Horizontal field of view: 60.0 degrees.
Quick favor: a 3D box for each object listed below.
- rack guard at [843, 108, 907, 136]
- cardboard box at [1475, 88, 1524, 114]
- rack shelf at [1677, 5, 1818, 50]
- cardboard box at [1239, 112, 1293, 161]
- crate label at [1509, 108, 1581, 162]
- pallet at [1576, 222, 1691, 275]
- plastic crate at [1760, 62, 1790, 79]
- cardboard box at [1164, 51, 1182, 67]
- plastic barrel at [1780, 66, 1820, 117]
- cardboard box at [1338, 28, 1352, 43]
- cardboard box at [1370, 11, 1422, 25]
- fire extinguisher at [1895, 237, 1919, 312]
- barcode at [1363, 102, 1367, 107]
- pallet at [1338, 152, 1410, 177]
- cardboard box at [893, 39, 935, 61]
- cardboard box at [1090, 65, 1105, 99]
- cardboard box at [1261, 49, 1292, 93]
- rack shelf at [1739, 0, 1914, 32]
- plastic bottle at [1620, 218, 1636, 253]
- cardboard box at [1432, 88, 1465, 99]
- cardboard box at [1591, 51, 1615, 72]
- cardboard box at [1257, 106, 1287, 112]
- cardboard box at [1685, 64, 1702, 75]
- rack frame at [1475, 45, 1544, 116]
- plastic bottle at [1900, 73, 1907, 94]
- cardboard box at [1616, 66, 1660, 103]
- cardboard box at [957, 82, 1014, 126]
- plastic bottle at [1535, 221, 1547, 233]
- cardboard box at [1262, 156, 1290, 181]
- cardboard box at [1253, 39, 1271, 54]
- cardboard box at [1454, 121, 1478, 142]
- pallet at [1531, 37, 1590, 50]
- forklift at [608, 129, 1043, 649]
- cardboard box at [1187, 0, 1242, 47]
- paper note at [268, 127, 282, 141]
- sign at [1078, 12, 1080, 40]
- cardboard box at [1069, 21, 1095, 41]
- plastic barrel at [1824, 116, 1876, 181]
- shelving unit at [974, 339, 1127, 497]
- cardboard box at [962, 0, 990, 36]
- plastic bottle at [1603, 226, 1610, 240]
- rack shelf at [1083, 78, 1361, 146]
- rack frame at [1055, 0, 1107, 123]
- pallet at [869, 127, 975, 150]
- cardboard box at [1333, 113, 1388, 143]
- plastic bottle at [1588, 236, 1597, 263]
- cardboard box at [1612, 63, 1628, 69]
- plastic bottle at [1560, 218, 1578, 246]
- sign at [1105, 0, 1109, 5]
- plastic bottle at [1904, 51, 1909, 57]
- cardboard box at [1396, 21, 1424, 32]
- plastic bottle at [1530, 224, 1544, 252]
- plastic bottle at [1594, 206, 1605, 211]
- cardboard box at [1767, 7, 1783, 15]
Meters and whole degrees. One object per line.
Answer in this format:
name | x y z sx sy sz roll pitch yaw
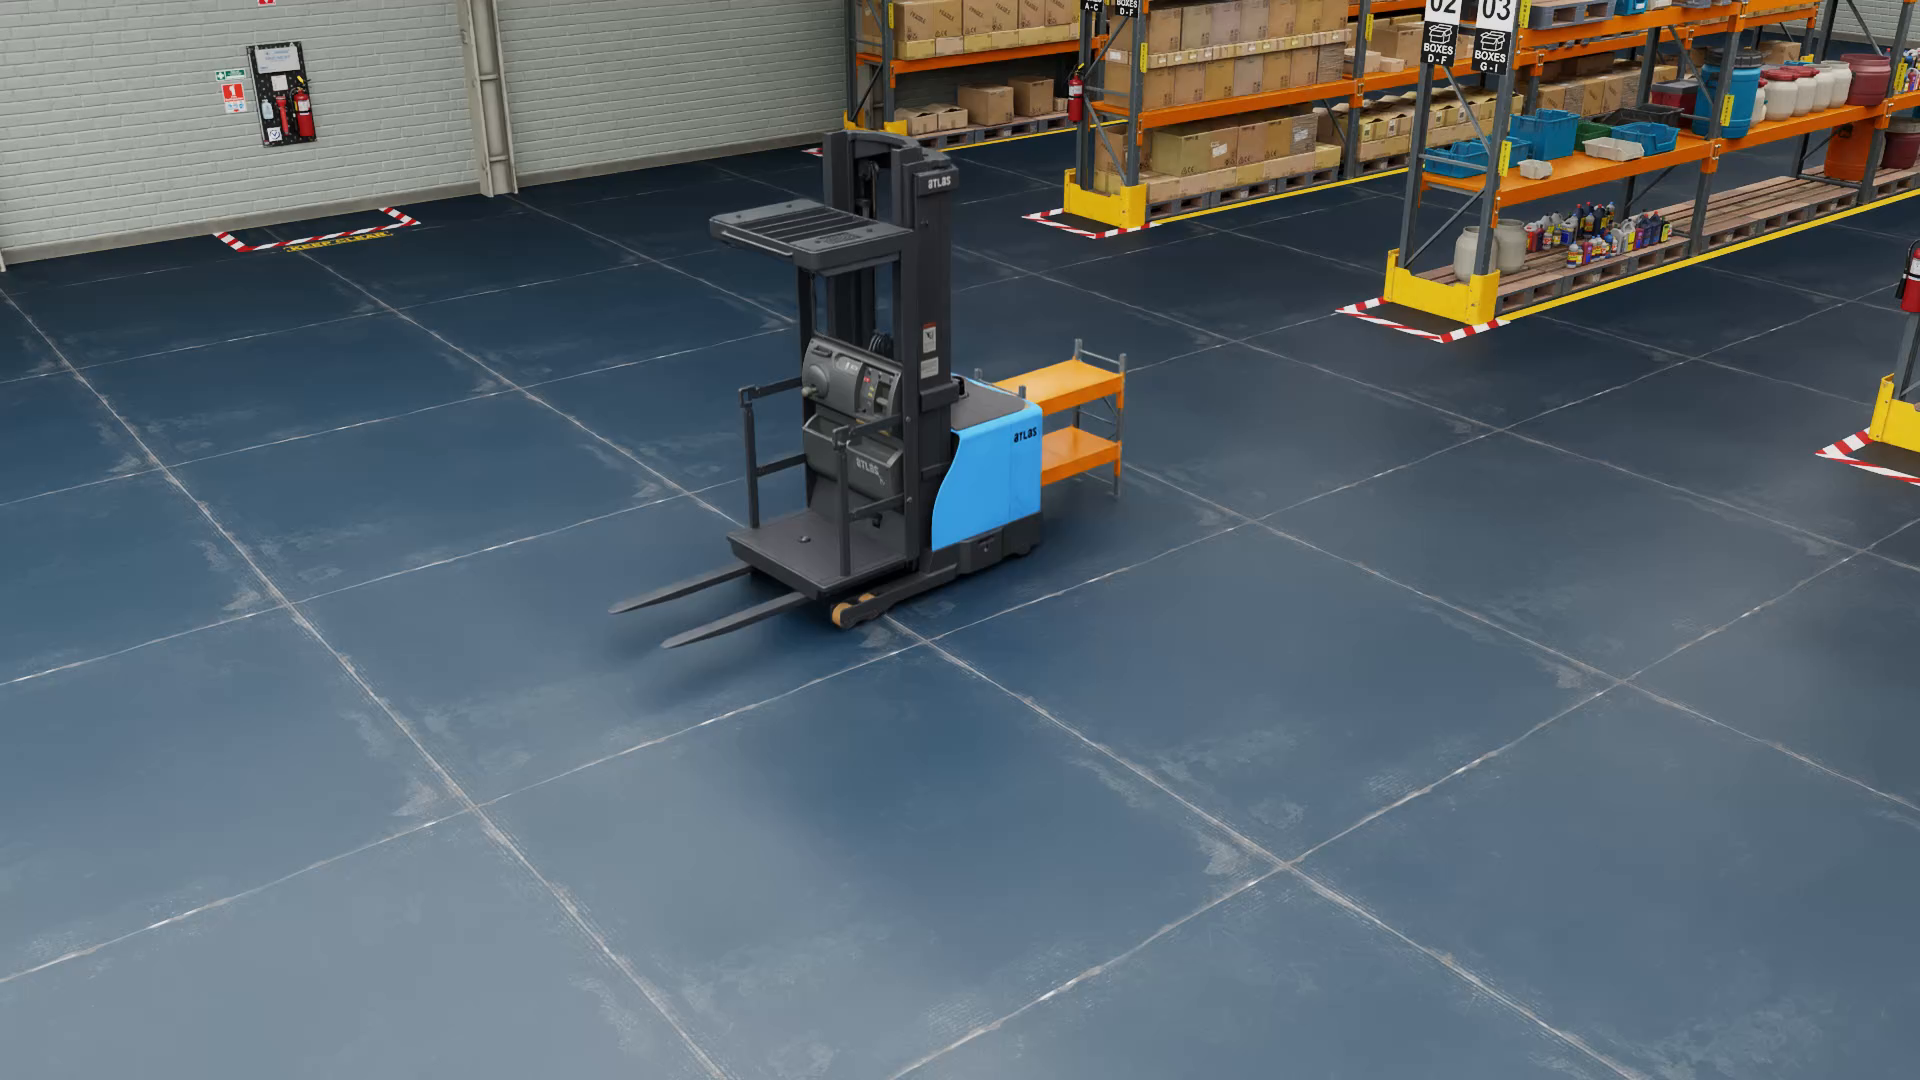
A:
rack guard | -1.220 -5.845 23.878 0.348 0.500 1.175 -18 31 -34
cardboard box | 7.815 -6.377 24.157 0.500 0.311 0.500 -17 30 -33
rack shelf | 12.796 -8.630 27.763 4.000 0.370 1.077 -18 31 -34
cardboard box | 3.905 -5.192 21.377 0.500 0.500 0.500 -18 31 -34
crate label | 6.115 -4.261 17.454 0.616 0.435 0.502 -18 31 -34
pallet | 7.427 -3.291 18.718 1.213 0.211 1.003 -18 31 -34
plastic crate | 9.668 -5.466 20.016 0.583 0.464 0.402 -18 31 -34
cardboard box | 2.427 -5.759 19.834 0.250 0.149 0.380 -19 31 -35
plastic barrel | 9.787 -5.257 19.480 0.433 0.535 0.433 0 25 0
cardboard box | 4.845 -6.556 21.552 0.250 0.149 0.380 -18 31 -34
cardboard box | 7.732 -9.080 29.933 0.750 0.750 0.750 -18 30 -33
fire extinguisher | 7.515 -2.124 12.984 0.183 0.674 0.296 -18 31 -34
barcode | 5.385 -5.788 22.092 0.075 0.075 0.001 -18 31 -34
pallet | 5.483 -5.298 23.042 1.213 0.211 1.003 -18 31 -34
cardboard box | -0.700 -6.922 23.383 0.500 0.250 0.500 -19 31 -35
cardboard box | 2.437 -7.261 26.406 0.500 0.500 0.700 -17 30 -32
cardboard box | 3.774 -6.018 21.163 0.500 0.500 0.700 -18 30 -33
rack shelf | 9.555 -6.270 19.116 4.000 0.370 1.077 -18 31 -34
plastic bottle | 7.247 -3.318 18.087 0.185 0.351 0.144 -18 31 -34
cardboard box | 7.073 -6.417 24.242 0.500 0.311 0.500 -19 31 -35
cardboard box | 9.905 -7.538 26.111 0.500 0.250 0.500 -18 30 -34
cardboard box | 3.981 -5.493 22.025 0.500 0.500 0.500 -18 31 -34
cardboard box | 12.086 -7.853 27.907 0.500 0.311 0.500 -18 31 -34
rack frame | 8.075 -7.397 24.253 0.127 3.000 1.000 -18 31 -34
plastic bottle | 11.777 -5.724 20.799 0.097 0.271 0.097 0 25 0
cardboard box | 10.617 -7.153 26.174 0.500 0.500 0.500 -18 30 -34
cardboard box | 0.377 -6.497 24.760 0.500 0.500 0.700 -21 32 -37
plastic bottle | 6.332 -3.356 18.259 0.135 0.276 0.152 -19 31 -35
cardboard box | 3.913 -4.847 21.526 0.500 0.250 0.500 -18 31 -34
cardboard box | 3.638 -6.157 20.691 0.250 0.149 0.380 -17 30 -32
cardboard box | 7.010 -5.858 23.705 0.500 0.250 0.500 -17 30 -33
pallet | 8.565 -7.510 24.723 1.003 0.211 1.213 -18 31 -34
forklift | -0.856 -1.008 10.568 3.031 2.935 1.130 -21 32 -37
cardboard box | 3.003 -6.354 20.344 0.500 0.500 0.700 -18 30 -34
paper note | -8.135 -4.817 19.740 0.142 0.148 0.016 -18 31 -34
sign | 1.456 -6.135 19.877 0.005 0.325 0.100 -18 31 -34
cardboard box | 1.682 -7.716 25.094 0.500 0.250 0.500 -18 30 -34
plastic barrel | 11.503 -5.094 21.370 0.708 0.830 0.600 -18 31 -34
shelving unit | 0.659 -0.772 12.205 1.048 1.125 0.538 -21 32 -37
cardboard box | 0.087 -7.522 23.786 0.500 0.500 0.500 -19 31 -36
plastic bottle | 7.050 -3.282 18.089 0.133 0.283 0.061 -18 31 -34
rack shelf | 3.353 -5.512 21.046 4.000 0.370 1.077 -18 31 -34
rack frame | 1.868 -7.998 25.548 0.127 3.000 1.000 -18 31 -34
pallet | -0.559 -5.914 24.368 1.213 0.211 1.003 -18 31 -34
cardboard box | 5.406 -5.581 22.440 0.500 0.311 0.500 -18 30 -34
plastic bottle | 6.722 -3.096 17.704 0.097 0.271 0.097 0 25 0
cardboard box | 10.279 -7.315 26.522 0.500 0.500 0.500 -18 30 -33
plastic bottle | 6.718 -3.406 18.367 0.135 0.276 0.152 -18 31 -34
sign | 2.208 -8.213 24.983 0.005 0.325 0.100 -18 31 -34
plastic bottle | 12.658 -6.420 22.301 0.097 0.271 0.097 0 25 0
cardboard box | 6.350 -6.865 22.987 0.500 0.500 0.500 -18 30 -34
plastic bottle | 6.289 -3.288 18.104 0.133 0.283 0.061 -18 31 -34
plastic bottle | 7.222 -3.650 18.891 0.135 0.276 0.152 -17 30 -32
cardboard box | 13.384 -9.051 27.697 0.500 0.500 0.500 -18 30 -34
